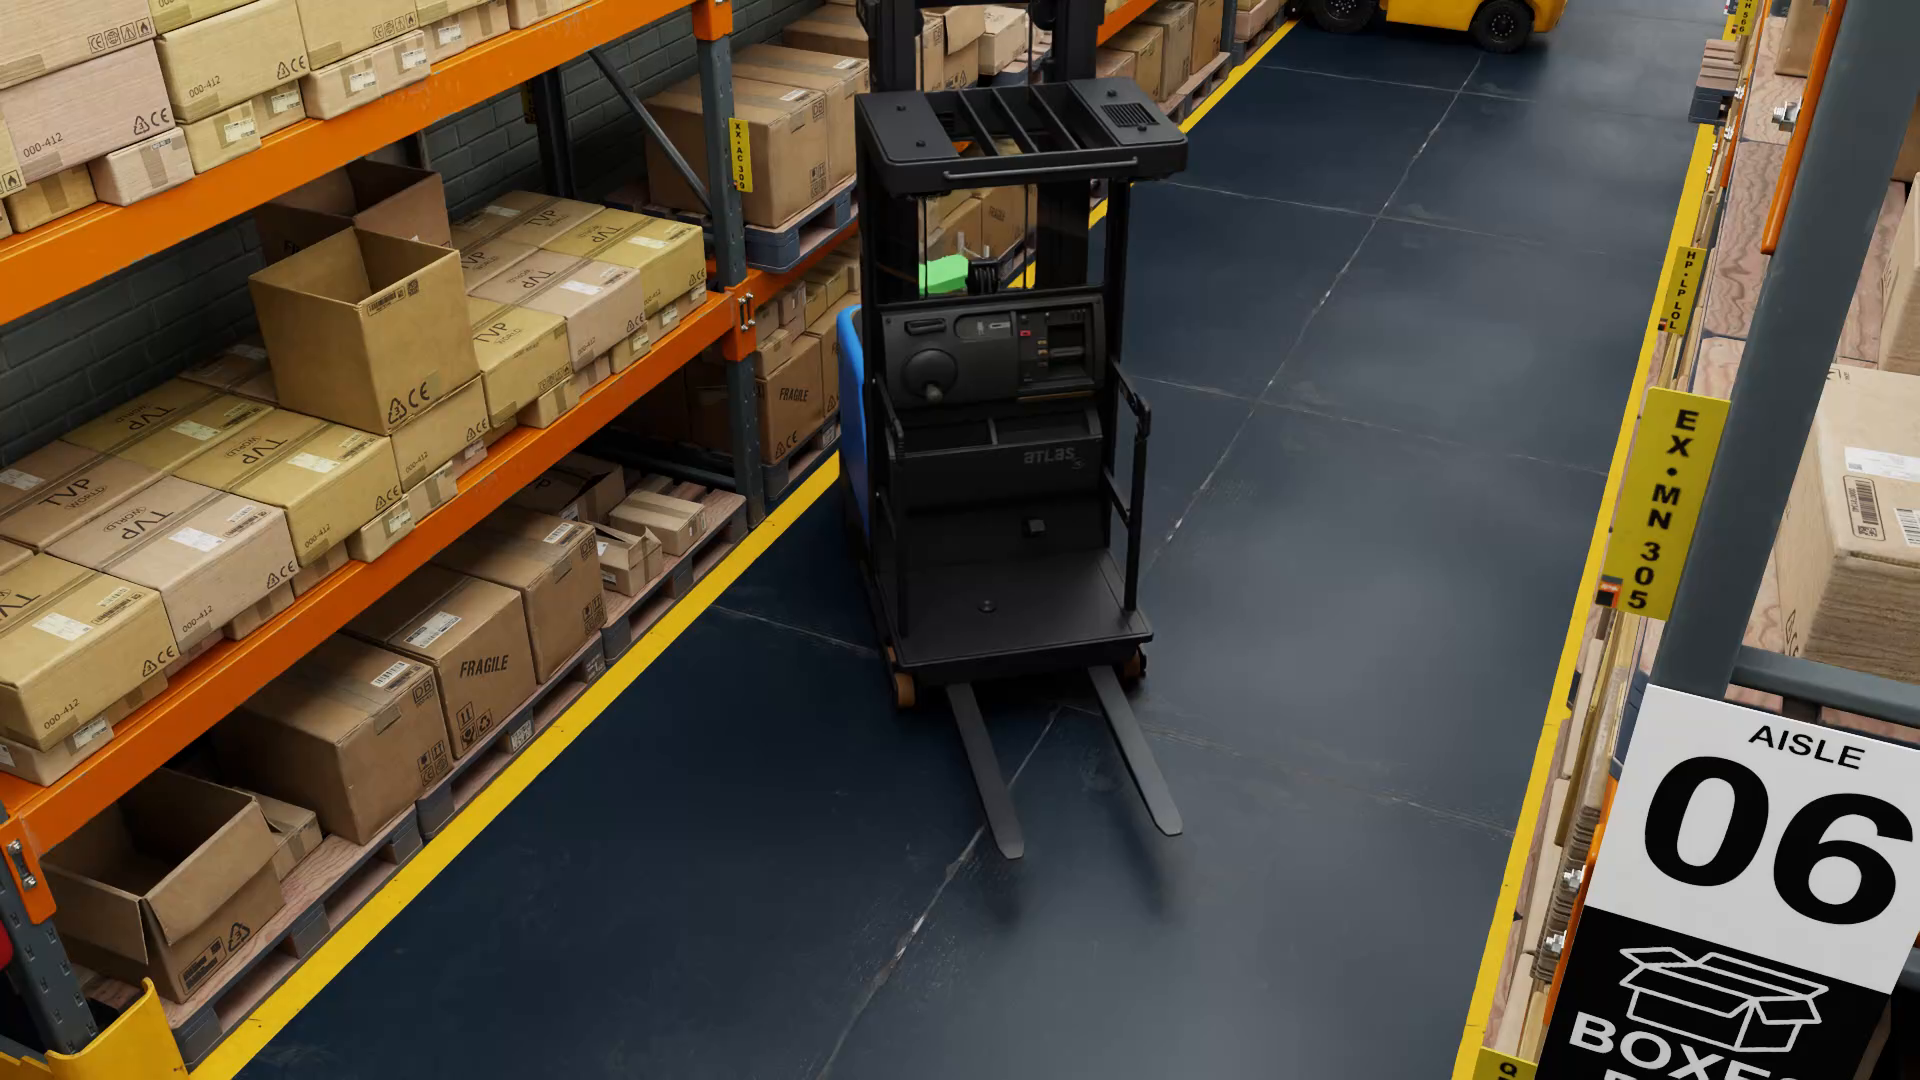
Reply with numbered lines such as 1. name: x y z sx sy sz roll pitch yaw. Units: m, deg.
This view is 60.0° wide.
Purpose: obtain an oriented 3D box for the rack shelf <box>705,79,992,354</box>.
1. rack shelf: -0.624 -2.141 9.436 1.077 0.370 4.000 14 36 20

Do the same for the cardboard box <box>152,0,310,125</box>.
1. cardboard box: -2.281 -1.438 4.838 0.500 0.250 0.500 13 35 19

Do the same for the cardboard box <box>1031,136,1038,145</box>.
1. cardboard box: 0.486 -2.928 11.763 0.875 0.625 0.625 15 36 22

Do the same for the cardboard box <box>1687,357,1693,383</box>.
1. cardboard box: 2.223 -0.439 4.590 0.380 0.149 0.250 13 35 19

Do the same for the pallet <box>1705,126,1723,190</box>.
1. pallet: 6.072 -2.739 12.235 1.003 0.211 1.213 14 36 20

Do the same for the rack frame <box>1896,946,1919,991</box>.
1. rack frame: 1.376 1.683 2.948 1.000 3.000 0.127 14 36 20

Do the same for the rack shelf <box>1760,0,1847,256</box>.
1. rack shelf: 2.212 -1.354 3.129 1.077 0.370 4.000 14 36 20

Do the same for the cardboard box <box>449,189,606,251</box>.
1. cardboard box: -1.913 -1.323 7.398 0.500 0.250 0.500 14 36 20

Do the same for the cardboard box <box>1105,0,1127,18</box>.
1. cardboard box: 0.835 -3.790 11.431 0.500 0.250 0.500 13 36 19

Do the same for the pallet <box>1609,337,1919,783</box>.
1. pallet: 1.676 0.094 2.717 1.003 0.211 1.213 14 36 20

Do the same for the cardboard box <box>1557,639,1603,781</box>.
1. cardboard box: 2.689 0.875 6.134 0.875 0.438 0.875 14 36 20

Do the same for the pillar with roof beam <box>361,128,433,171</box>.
1. pillar with roof beam: 1.339 -2.827 4.355 9.100 9.000 0.400 14 36 20

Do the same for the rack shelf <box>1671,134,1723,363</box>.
1. rack shelf: 3.886 -1.005 7.703 1.077 0.370 4.000 14 36 20

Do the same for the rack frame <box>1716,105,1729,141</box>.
1. rack frame: 6.396 -4.294 12.063 1.000 3.000 0.127 14 36 20

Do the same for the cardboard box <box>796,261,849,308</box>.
1. cardboard box: -0.824 -1.391 8.941 0.380 0.149 0.250 14 36 20

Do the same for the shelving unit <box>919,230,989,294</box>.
1. shelving unit: -0.129 -0.943 8.594 0.503 1.200 0.258 -22 39 -29

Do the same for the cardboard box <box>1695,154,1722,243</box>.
1. cardboard box: 3.625 -1.500 7.483 0.500 0.250 0.500 15 36 21

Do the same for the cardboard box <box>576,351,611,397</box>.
1. cardboard box: -1.675 -0.730 6.857 0.380 0.149 0.250 15 36 22

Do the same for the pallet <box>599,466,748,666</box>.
1. pallet: -1.749 0.062 7.963 1.003 0.211 1.213 14 36 20

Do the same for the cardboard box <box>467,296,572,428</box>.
1. cardboard box: -1.869 -0.700 6.448 0.500 0.250 0.500 14 36 20

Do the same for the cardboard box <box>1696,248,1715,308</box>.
1. cardboard box: 2.630 -0.588 5.408 0.500 0.500 0.500 14 36 21

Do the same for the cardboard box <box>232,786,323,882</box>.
1. cardboard box: -2.579 1.077 6.089 0.380 0.149 0.250 13 35 19

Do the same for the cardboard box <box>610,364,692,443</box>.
1. cardboard box: -1.524 -0.889 8.767 0.500 0.500 0.500 14 36 20

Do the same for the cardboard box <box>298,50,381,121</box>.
1. cardboard box: -2.060 -1.450 5.219 0.380 0.149 0.250 14 36 21

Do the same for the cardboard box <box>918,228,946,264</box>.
1. cardboard box: -0.405 -1.538 9.756 0.500 0.500 0.500 13 35 19

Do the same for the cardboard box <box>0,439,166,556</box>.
1. cardboard box: -2.966 -0.062 5.475 0.500 0.250 0.500 14 36 21

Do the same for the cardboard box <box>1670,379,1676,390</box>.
1. cardboard box: 2.615 -0.177 5.694 0.500 0.500 0.500 15 36 22

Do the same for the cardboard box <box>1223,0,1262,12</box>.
1. cardboard box: 2.369 -4.835 14.558 0.500 0.250 0.500 14 36 20

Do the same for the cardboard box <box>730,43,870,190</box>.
1. cardboard box: -0.839 -2.111 8.260 0.700 0.500 0.500 15 36 21

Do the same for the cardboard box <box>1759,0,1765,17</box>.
1. cardboard box: 4.095 -2.323 8.054 0.500 0.500 0.500 14 36 21

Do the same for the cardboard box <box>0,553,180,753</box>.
1. cardboard box: -2.700 0.320 4.892 0.500 0.250 0.500 14 36 21

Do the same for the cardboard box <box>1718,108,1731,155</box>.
1. cardboard box: 4.289 -2.053 8.782 0.500 0.250 0.500 14 36 20

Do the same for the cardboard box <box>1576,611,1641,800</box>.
1. cardboard box: 1.763 0.416 3.878 0.500 0.500 0.500 14 36 20

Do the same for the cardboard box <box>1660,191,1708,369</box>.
1. cardboard box: 4.358 -1.264 8.996 0.875 0.875 0.875 14 36 20

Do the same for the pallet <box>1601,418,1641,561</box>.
1. pallet: 3.813 -0.155 8.293 1.003 0.211 1.213 14 36 20

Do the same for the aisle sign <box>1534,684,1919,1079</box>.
1. aisle sign: 1.064 0.560 2.289 0.394 0.787 0.004 14 36 20

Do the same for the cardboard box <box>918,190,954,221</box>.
1. cardboard box: -0.256 -2.026 9.910 0.380 0.149 0.250 14 36 20

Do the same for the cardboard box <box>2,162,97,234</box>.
1. cardboard box: -2.581 -0.969 4.486 0.380 0.149 0.250 14 36 21

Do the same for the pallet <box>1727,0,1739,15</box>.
1. pallet: 5.944 -3.866 11.586 1.003 0.211 1.213 14 36 20

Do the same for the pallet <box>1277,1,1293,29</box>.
1. pallet: 2.766 -5.261 16.080 1.003 0.211 1.213 14 36 20

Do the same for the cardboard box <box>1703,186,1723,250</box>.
1. cardboard box: 3.008 -1.049 6.112 0.500 0.500 0.500 15 36 22

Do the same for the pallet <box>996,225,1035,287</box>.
1. pallet: -0.134 -1.909 10.969 1.003 0.211 1.213 14 36 20

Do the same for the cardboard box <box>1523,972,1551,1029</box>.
1. cardboard box: 1.561 1.094 3.756 0.500 0.500 0.500 13 36 19

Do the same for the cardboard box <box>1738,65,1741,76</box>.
1. cardboard box: 4.693 -2.739 9.538 0.380 0.149 0.250 15 36 21

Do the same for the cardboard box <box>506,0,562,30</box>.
1. cardboard box: -1.675 -1.974 6.019 0.380 0.149 0.250 14 36 20

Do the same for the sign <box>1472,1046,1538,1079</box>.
1. sign: 0.889 0.968 2.766 0.100 0.325 0.005 14 36 20

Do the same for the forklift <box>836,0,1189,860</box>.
1. forklift: 0.191 -0.723 6.680 1.130 2.935 3.031 -7 34 -10

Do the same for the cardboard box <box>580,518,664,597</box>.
1. cardboard box: -1.577 0.044 7.557 0.396 0.266 0.258 15 36 22

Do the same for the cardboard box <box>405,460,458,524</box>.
1. cardboard box: -2.072 -0.216 6.073 0.380 0.149 0.250 15 36 22

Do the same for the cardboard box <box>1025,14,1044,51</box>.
1. cardboard box: 0.286 -3.094 10.079 0.380 0.149 0.250 15 36 21

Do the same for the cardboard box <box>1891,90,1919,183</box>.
1. cardboard box: 2.514 -1.145 3.957 0.797 0.503 0.637 17 37 24

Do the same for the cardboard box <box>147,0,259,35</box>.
1. cardboard box: -2.293 -1.645 4.697 0.500 0.250 0.500 14 36 20

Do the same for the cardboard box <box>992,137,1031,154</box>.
1. cardboard box: 0.236 -2.536 10.687 0.380 0.149 0.250 12 35 18

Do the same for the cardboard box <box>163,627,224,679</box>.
1. cardboard box: -2.605 0.274 5.326 0.380 0.149 0.250 14 36 20

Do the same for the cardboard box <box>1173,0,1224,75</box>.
1. cardboard box: 1.678 -4.351 13.932 0.875 0.625 0.625 16 36 23
